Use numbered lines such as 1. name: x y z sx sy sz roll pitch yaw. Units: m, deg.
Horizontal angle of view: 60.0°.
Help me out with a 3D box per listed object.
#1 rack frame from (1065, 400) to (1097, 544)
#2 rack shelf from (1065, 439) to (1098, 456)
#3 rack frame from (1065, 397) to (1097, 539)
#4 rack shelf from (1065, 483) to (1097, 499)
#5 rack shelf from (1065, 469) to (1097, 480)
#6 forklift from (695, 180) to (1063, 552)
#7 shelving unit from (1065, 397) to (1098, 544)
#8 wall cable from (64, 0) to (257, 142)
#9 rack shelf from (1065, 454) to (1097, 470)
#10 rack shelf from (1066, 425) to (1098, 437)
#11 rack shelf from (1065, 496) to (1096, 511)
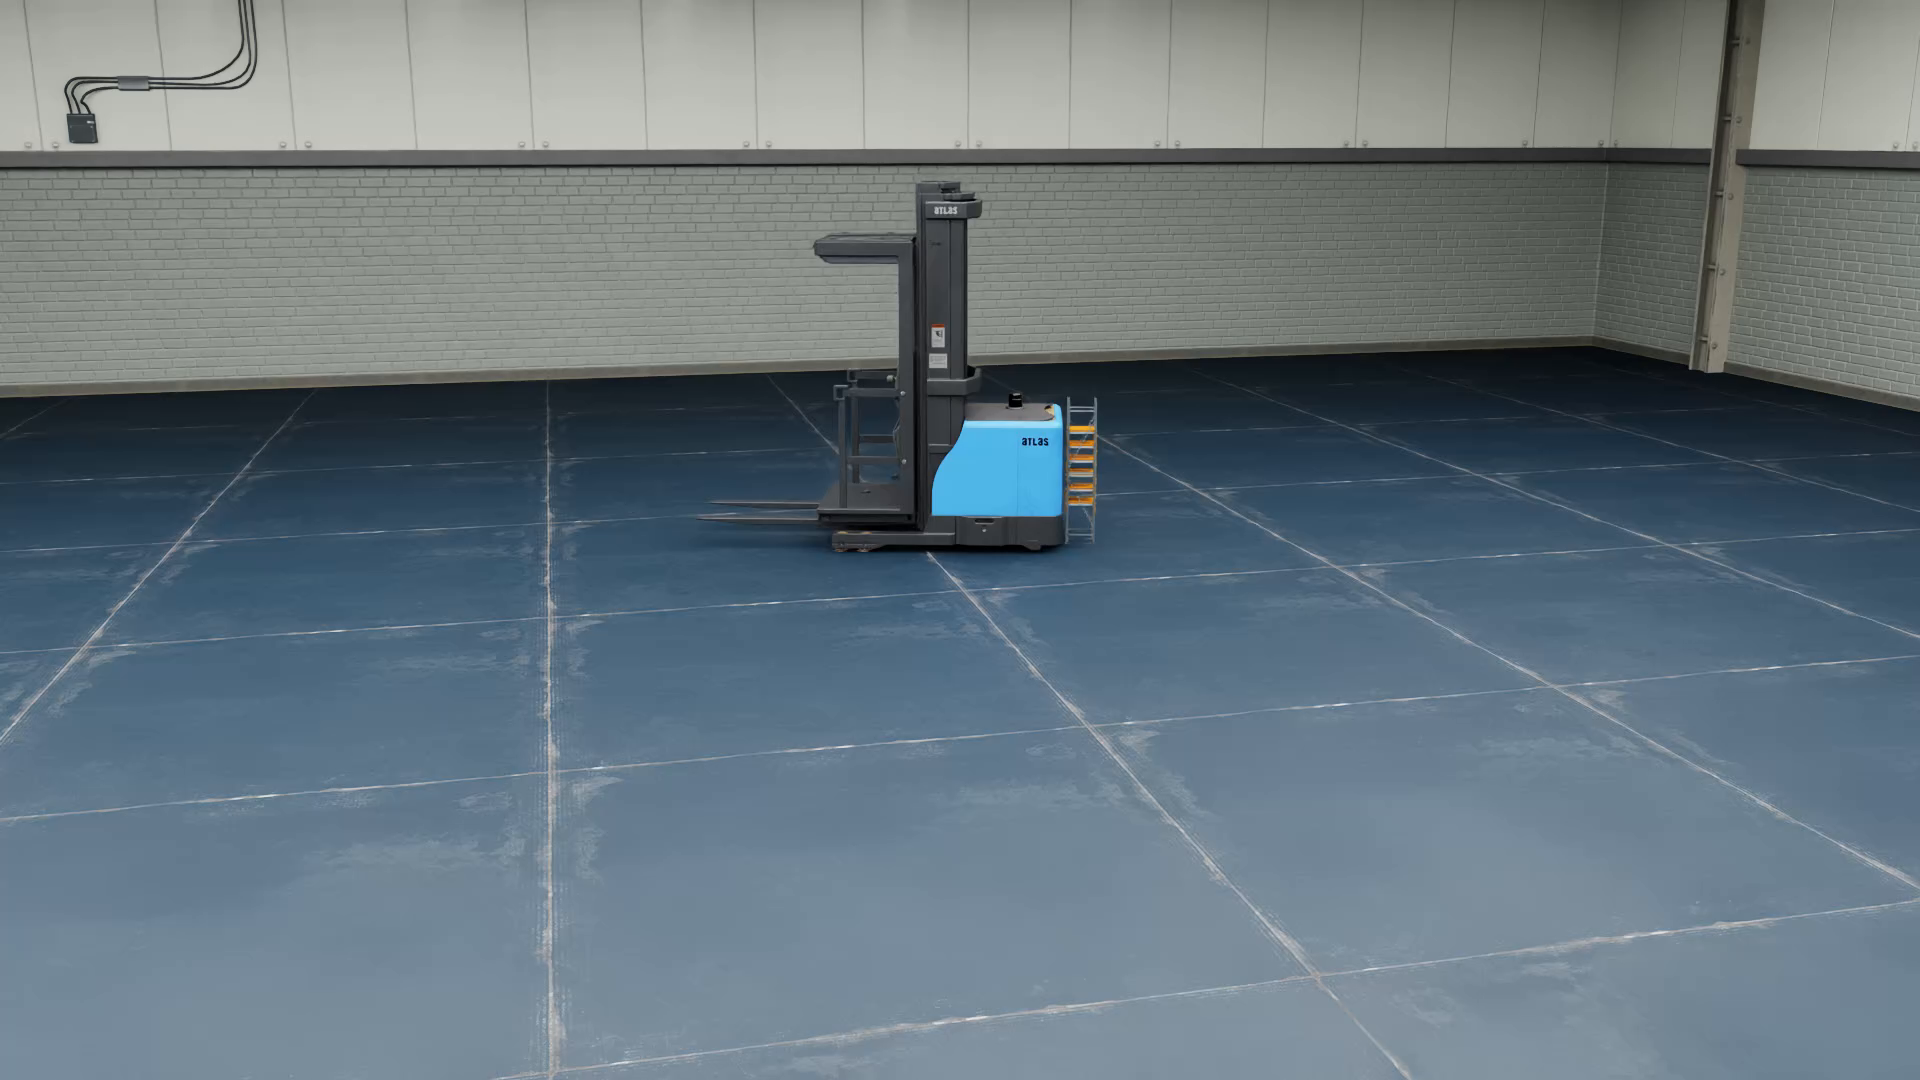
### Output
1. rack frame: 0.995 -0.549 13.646 0.240 1.200 0.006 1 14 2
2. rack shelf: 0.999 -0.761 13.689 0.258 0.103 0.180 1 14 2
3. rack frame: 1.003 -0.593 13.824 0.240 1.200 0.006 1 14 2
4. rack shelf: 0.999 -0.411 13.774 0.258 0.103 0.180 1 14 2
5. rack shelf: 0.999 -0.528 13.746 0.258 0.103 0.180 1 14 2
6. forklift: -0.659 -1.449 13.682 3.031 2.935 1.130 1 14 2
7. shelving unit: 0.999 -0.571 13.735 0.258 1.200 0.189 1 14 2
8. wall cable: -10.068 -7.980 20.463 2.305 6.003 0.169 -3 14 -13
9. rack shelf: 0.999 -0.644 13.717 0.258 0.103 0.180 1 14 2
10. rack shelf: 0.999 -0.878 13.660 0.258 0.103 0.180 1 14 2
11. rack shelf: 0.999 -0.295 13.803 0.258 0.103 0.180 1 14 2
